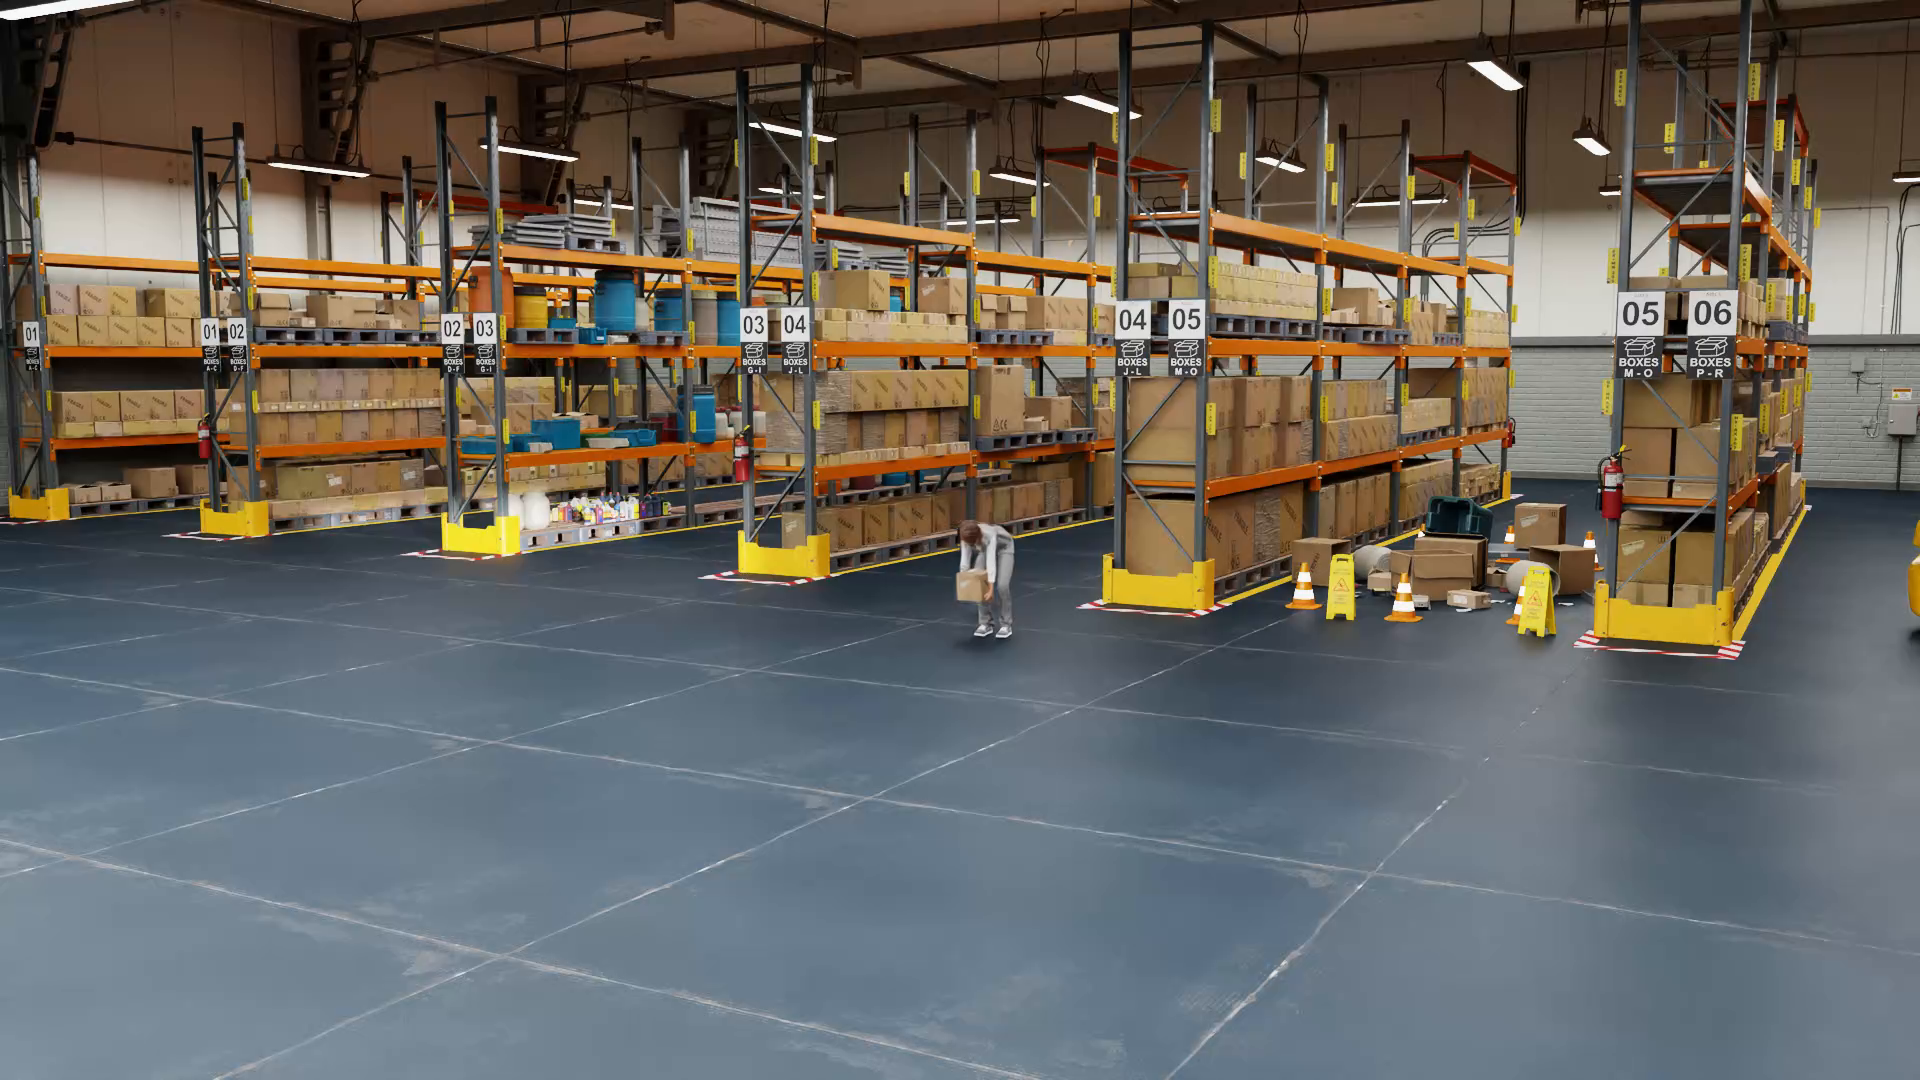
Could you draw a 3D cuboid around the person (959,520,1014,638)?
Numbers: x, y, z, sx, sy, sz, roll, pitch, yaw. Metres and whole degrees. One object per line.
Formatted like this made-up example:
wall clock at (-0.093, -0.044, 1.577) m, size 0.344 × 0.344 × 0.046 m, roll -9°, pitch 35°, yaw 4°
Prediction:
person at (0.221, 0.360, 15.390) m, size 0.385 × 1.136 × 0.848 m, roll 3°, pitch 7°, yaw 27°
